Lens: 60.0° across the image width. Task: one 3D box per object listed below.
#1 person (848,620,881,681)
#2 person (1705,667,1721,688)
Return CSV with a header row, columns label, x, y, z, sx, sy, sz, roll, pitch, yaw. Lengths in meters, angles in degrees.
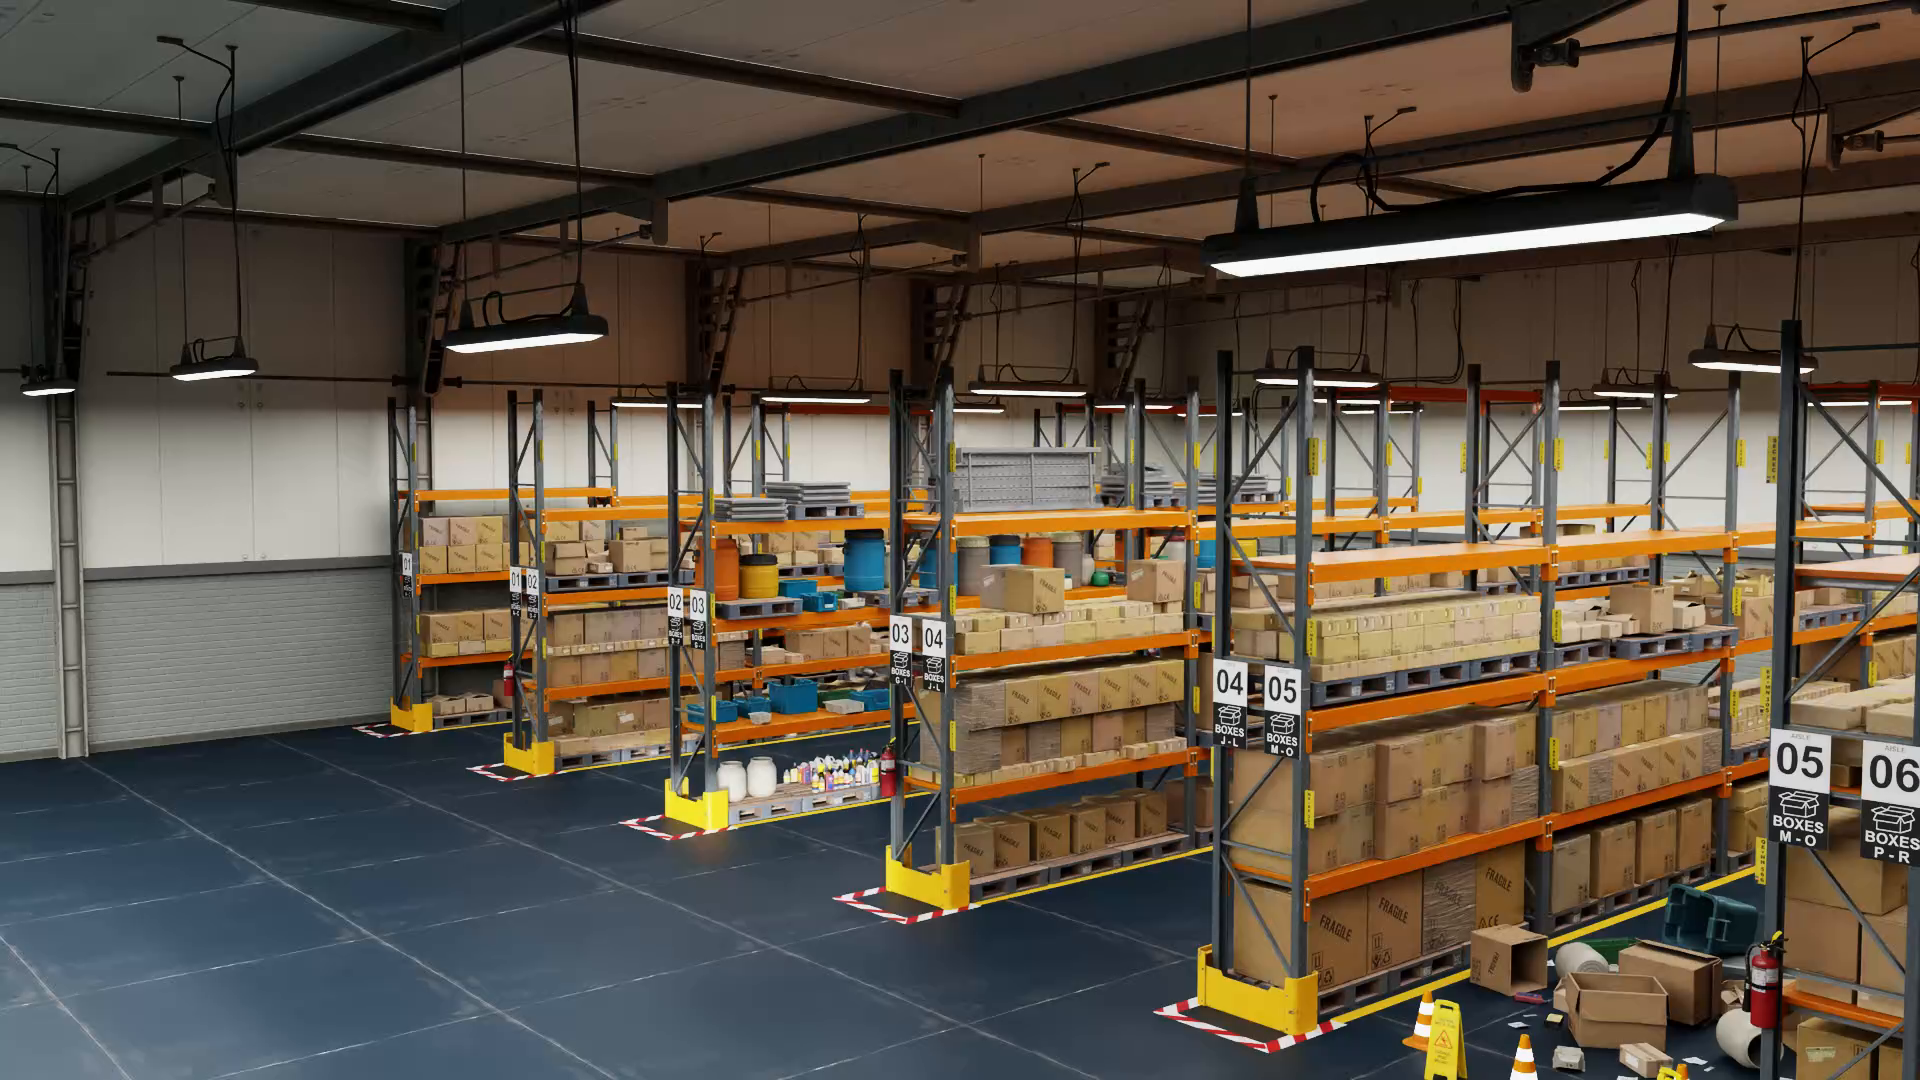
label,x,y,z,sx,sy,sz,roll,pitch,yaw
person,-2.020,2.300,34.164,0.845,1.774,0.656,-3,5,-42
person,11.860,2.809,25.957,0.669,1.684,0.760,3,5,45
